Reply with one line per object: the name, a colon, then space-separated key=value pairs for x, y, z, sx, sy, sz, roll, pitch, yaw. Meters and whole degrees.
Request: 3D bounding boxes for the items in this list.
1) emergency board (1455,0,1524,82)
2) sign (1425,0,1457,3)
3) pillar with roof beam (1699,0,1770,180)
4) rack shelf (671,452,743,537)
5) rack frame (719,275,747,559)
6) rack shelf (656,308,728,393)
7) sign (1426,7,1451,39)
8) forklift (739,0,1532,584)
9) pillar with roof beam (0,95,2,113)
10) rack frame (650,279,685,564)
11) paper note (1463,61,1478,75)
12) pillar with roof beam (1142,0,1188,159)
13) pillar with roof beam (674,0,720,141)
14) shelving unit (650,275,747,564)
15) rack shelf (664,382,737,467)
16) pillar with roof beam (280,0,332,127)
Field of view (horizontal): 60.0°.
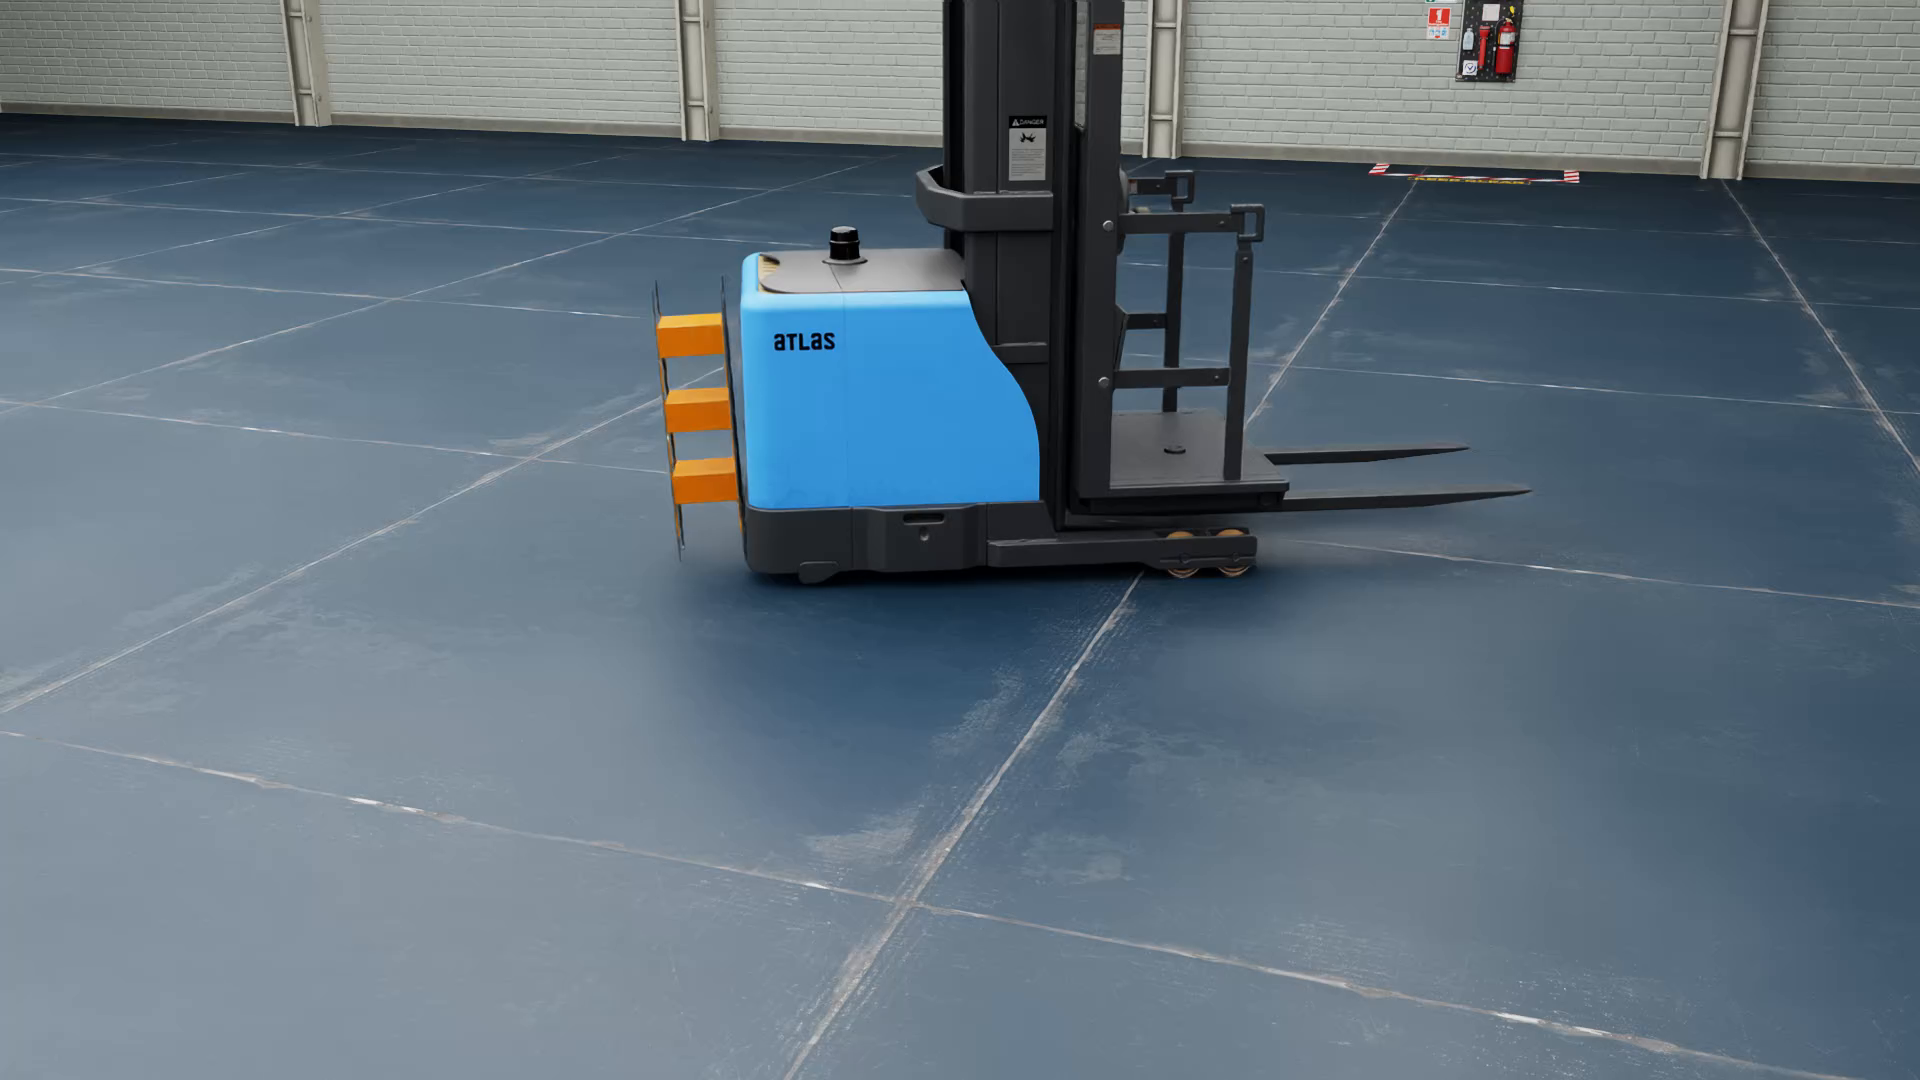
emergency board: x=5.703 y=-5.520 z=17.856 sx=0.643 sy=1.169 sz=0.194 roll=7 pitch=20 yaw=18
sign: x=5.216 y=-5.876 z=18.017 sx=0.331 sy=0.109 sz=0.001 roll=7 pitch=20 yaw=18
pillar with roof beam: x=6.612 y=-6.736 z=12.229 sx=0.400 sy=9.000 sz=9.100 roll=7 pitch=20 yaw=18
rack shelf: x=-0.960 y=-0.174 z=6.341 sx=0.240 sy=0.259 sz=0.215 roll=-4 pitch=19 yaw=-4
rack frame: x=-0.851 y=-0.455 z=6.254 sx=0.008 sy=1.050 sz=0.200 roll=-4 pitch=19 yaw=-4
rack shelf: x=-0.985 y=-0.703 z=6.154 sx=0.240 sy=0.259 sz=0.215 roll=-4 pitch=19 yaw=-4
sign: x=5.214 y=-5.629 z=18.114 sx=0.234 sy=0.329 sz=0.001 roll=7 pitch=20 yaw=18
forklift: x=0.680 y=-1.418 z=6.191 sx=3.031 sy=2.935 sz=1.130 roll=-2 pitch=19 yaw=-6
pillar with roof beam: x=-16.059 y=-9.328 z=19.666 sx=0.400 sy=9.000 sz=9.100 roll=7 pitch=20 yaw=18
rack frame: x=-1.094 y=-0.437 z=6.236 sx=0.008 sy=1.050 sz=0.200 roll=-4 pitch=19 yaw=-4
paper note: x=5.558 y=-5.145 z=18.118 sx=0.142 sy=0.148 sz=0.016 roll=7 pitch=20 yaw=18
pillar with roof beam: x=0.944 y=-7.384 z=14.088 sx=0.400 sy=9.000 sz=9.100 roll=7 pitch=20 yaw=18
pillar with roof beam: x=-4.724 y=-8.032 z=15.948 sx=0.400 sy=9.000 sz=9.100 roll=7 pitch=20 yaw=18
shelving unit: x=-0.973 y=-0.446 z=6.245 sx=0.252 sy=1.050 sz=0.215 roll=-4 pitch=19 yaw=-4
rack shelf: x=-0.972 y=-0.436 z=6.249 sx=0.240 sy=0.259 sz=0.215 roll=-4 pitch=19 yaw=-4
pillar with roof beam: x=-10.391 y=-8.680 z=17.807 sx=0.400 sy=9.000 sz=9.100 roll=7 pitch=20 yaw=18
